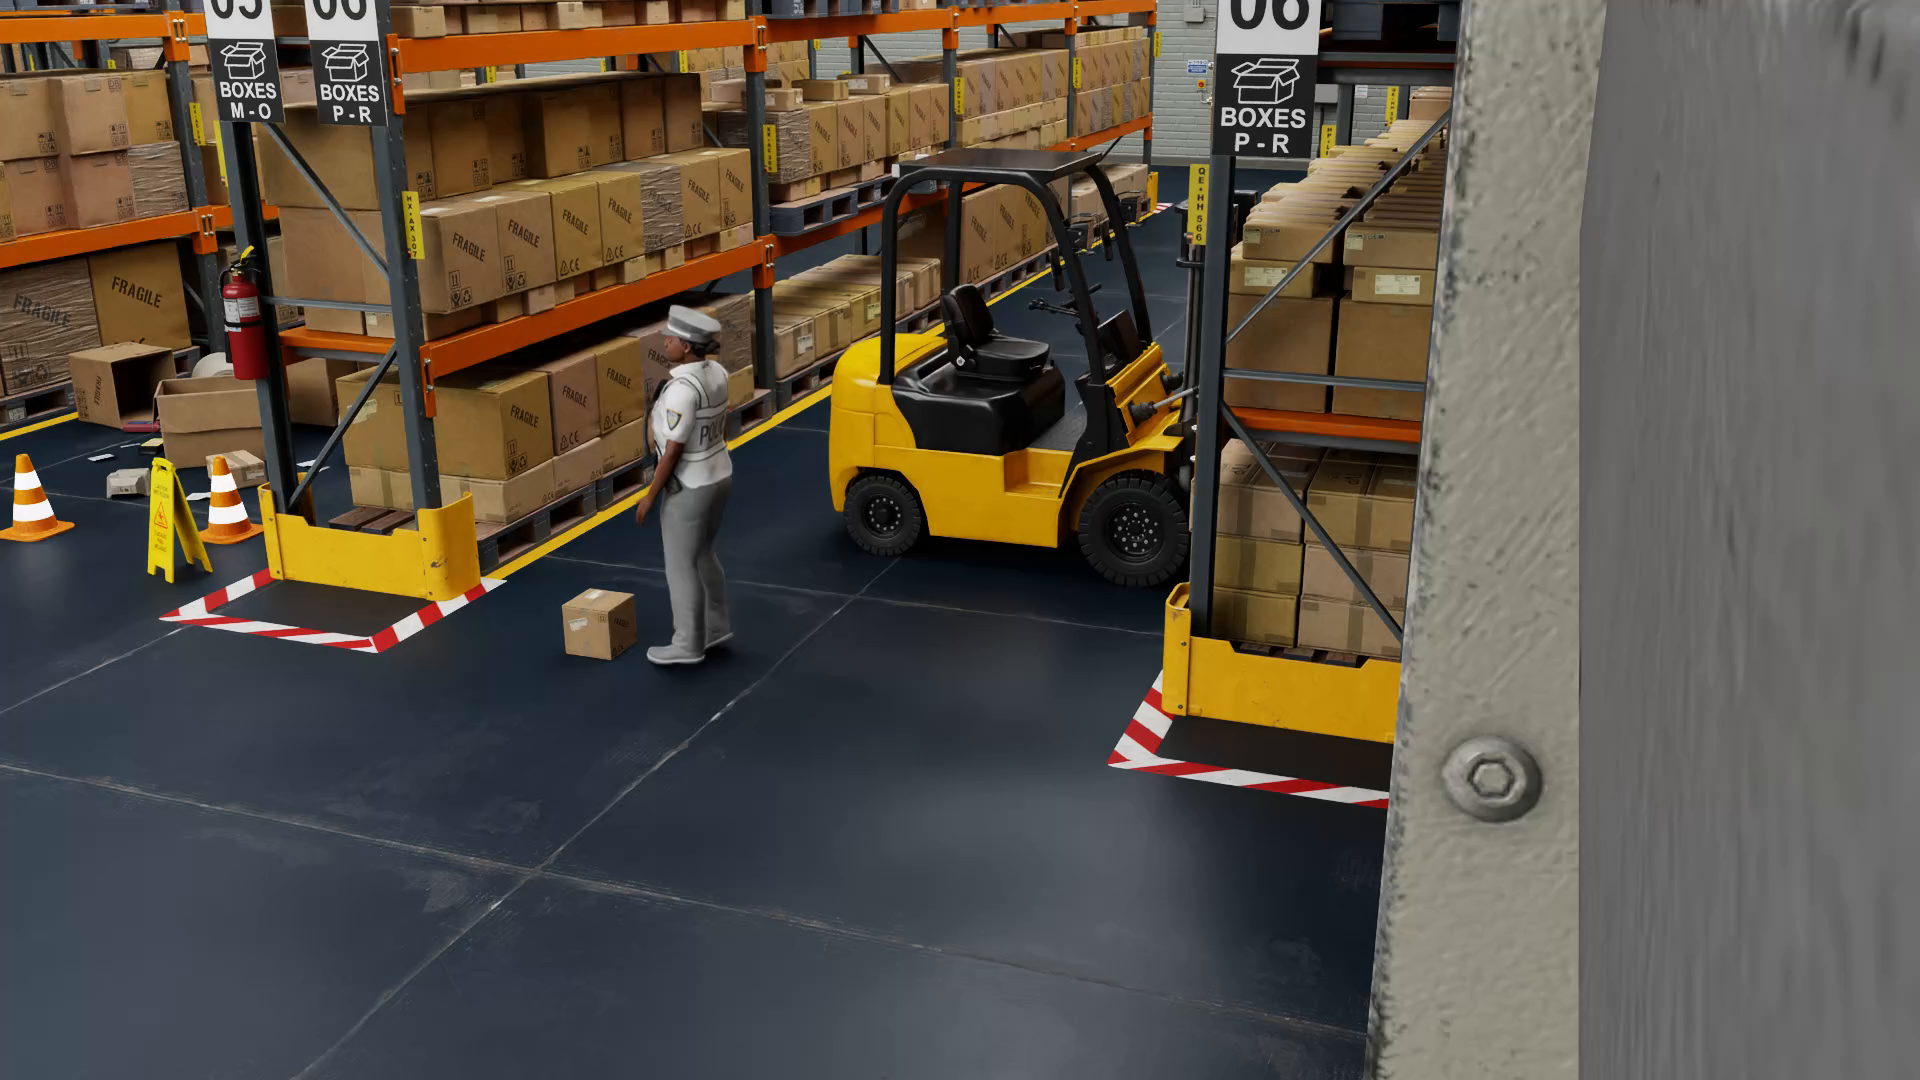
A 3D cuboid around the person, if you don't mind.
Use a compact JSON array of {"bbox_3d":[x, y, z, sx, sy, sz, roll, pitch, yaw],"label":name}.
[{"bbox_3d":[-1.258,-0.214,7.635,0.426,1.759,0.496,6,20,16],"label":"person"}]
